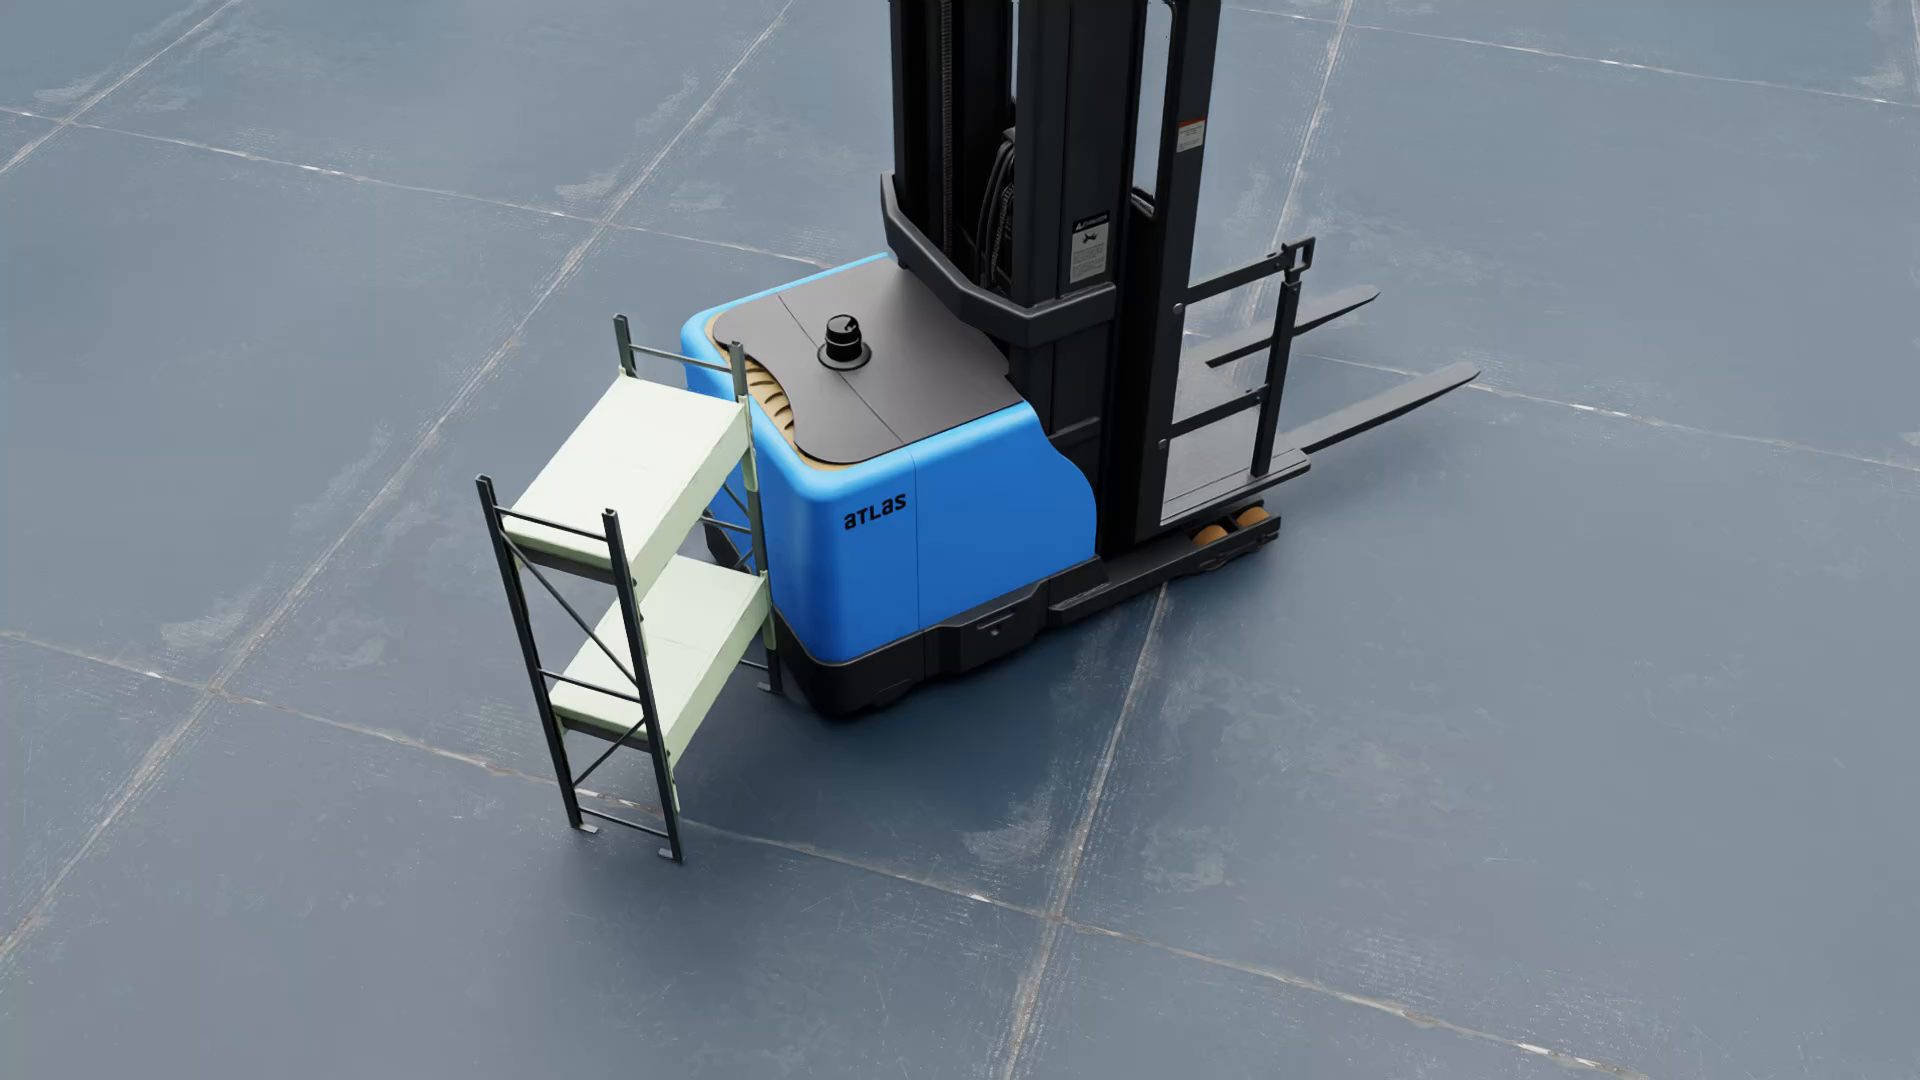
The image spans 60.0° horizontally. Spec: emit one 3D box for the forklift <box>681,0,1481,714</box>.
[{"bbox_3d":[0.600,-1.236,5.418,3.031,2.935,1.130,-22,49,-21],"label":"forklift"}]

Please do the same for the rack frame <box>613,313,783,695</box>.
[{"bbox_3d":[-0.802,-0.060,5.239,0.400,1.500,0.023,14,46,14],"label":"rack frame"}]

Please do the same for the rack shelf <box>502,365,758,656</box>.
[{"bbox_3d":[-0.928,-0.098,4.720,0.431,0.370,0.720,14,46,14],"label":"rack shelf"}]

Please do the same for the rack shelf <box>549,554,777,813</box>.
[{"bbox_3d":[-0.927,0.414,5.221,0.431,0.370,0.720,14,46,14],"label":"rack shelf"}]

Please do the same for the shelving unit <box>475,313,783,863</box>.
[{"bbox_3d":[-0.927,0.181,4.993,0.431,1.500,0.755,14,46,14],"label":"shelving unit"}]

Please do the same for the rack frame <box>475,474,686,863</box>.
[{"bbox_3d":[-1.053,0.421,4.747,0.400,1.500,0.023,14,46,14],"label":"rack frame"}]
